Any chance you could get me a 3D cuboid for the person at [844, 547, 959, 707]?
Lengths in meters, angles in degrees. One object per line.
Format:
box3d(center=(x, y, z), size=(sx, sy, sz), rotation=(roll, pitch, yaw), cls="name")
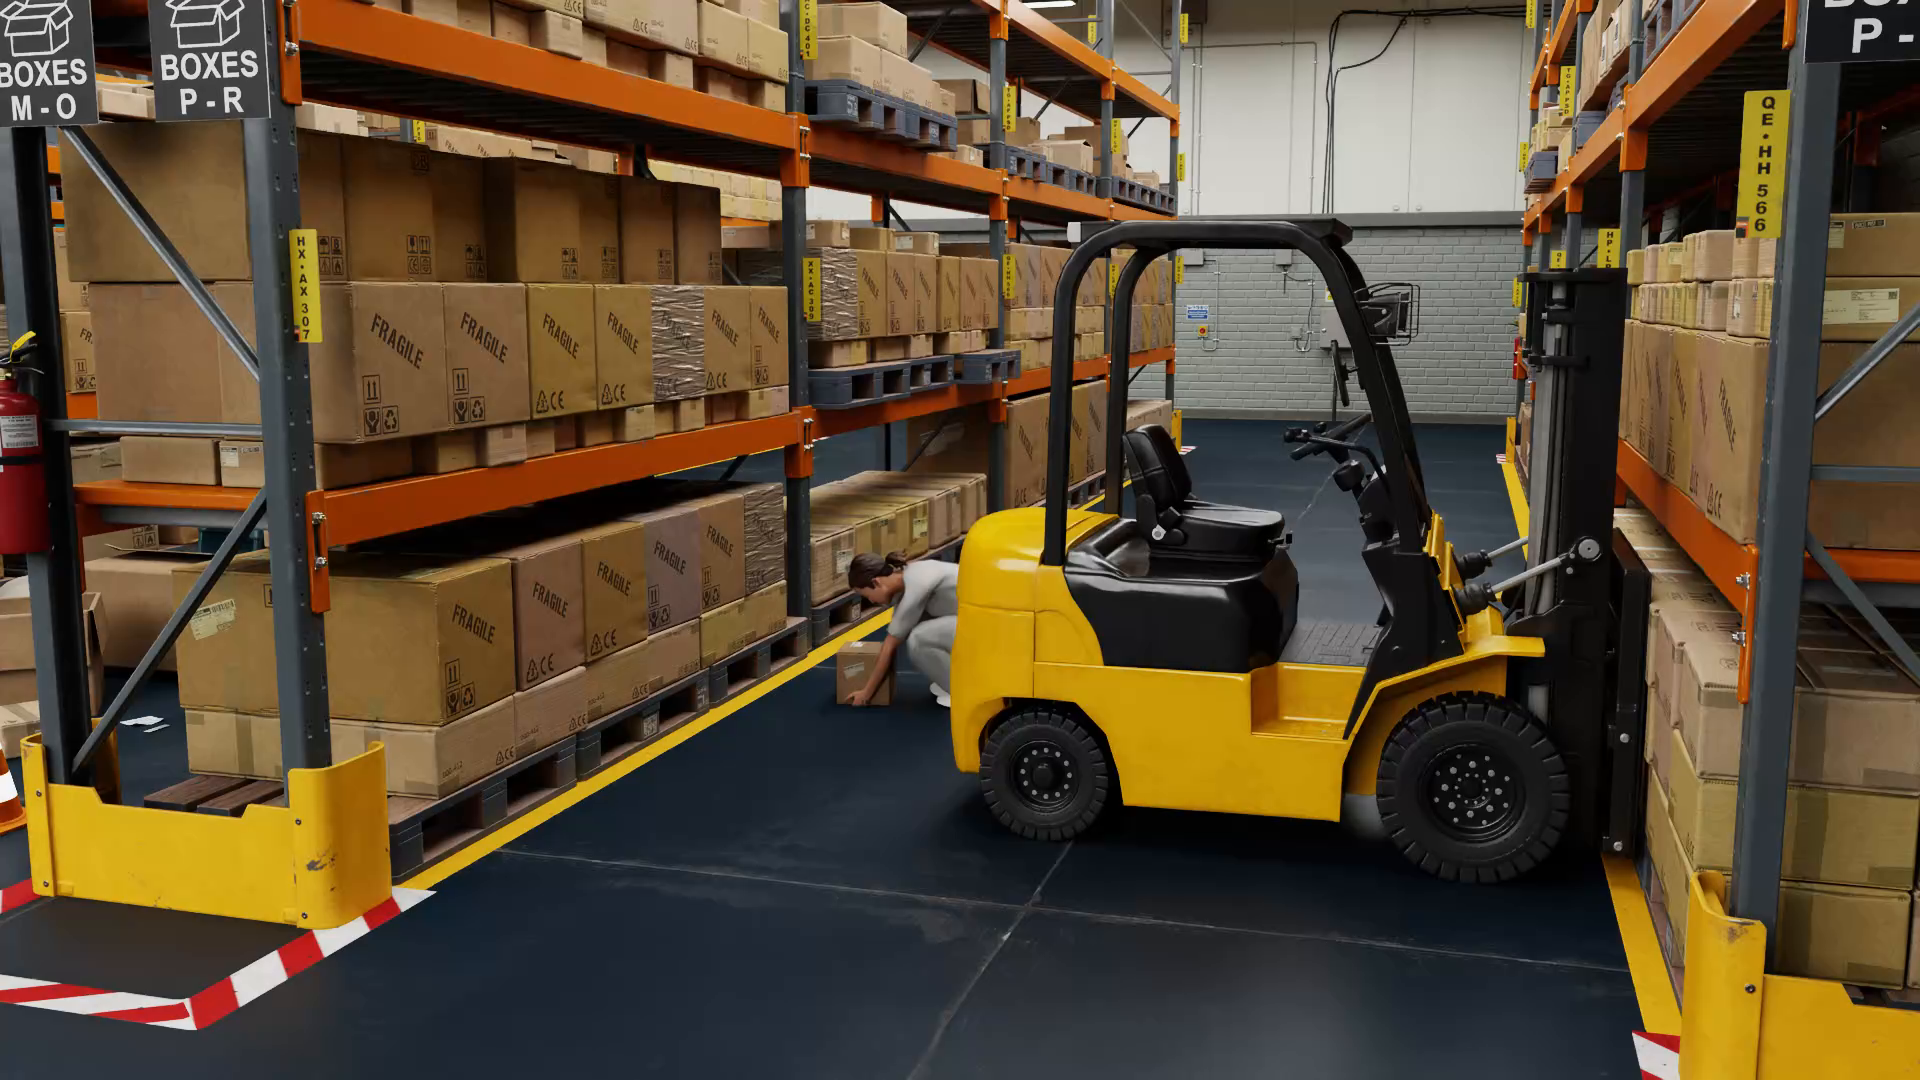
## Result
box3d(center=(-0.114, 0.435, 7.851), size=(0.849, 0.811, 0.469), rotation=(1, 8, 4), cls="person")
